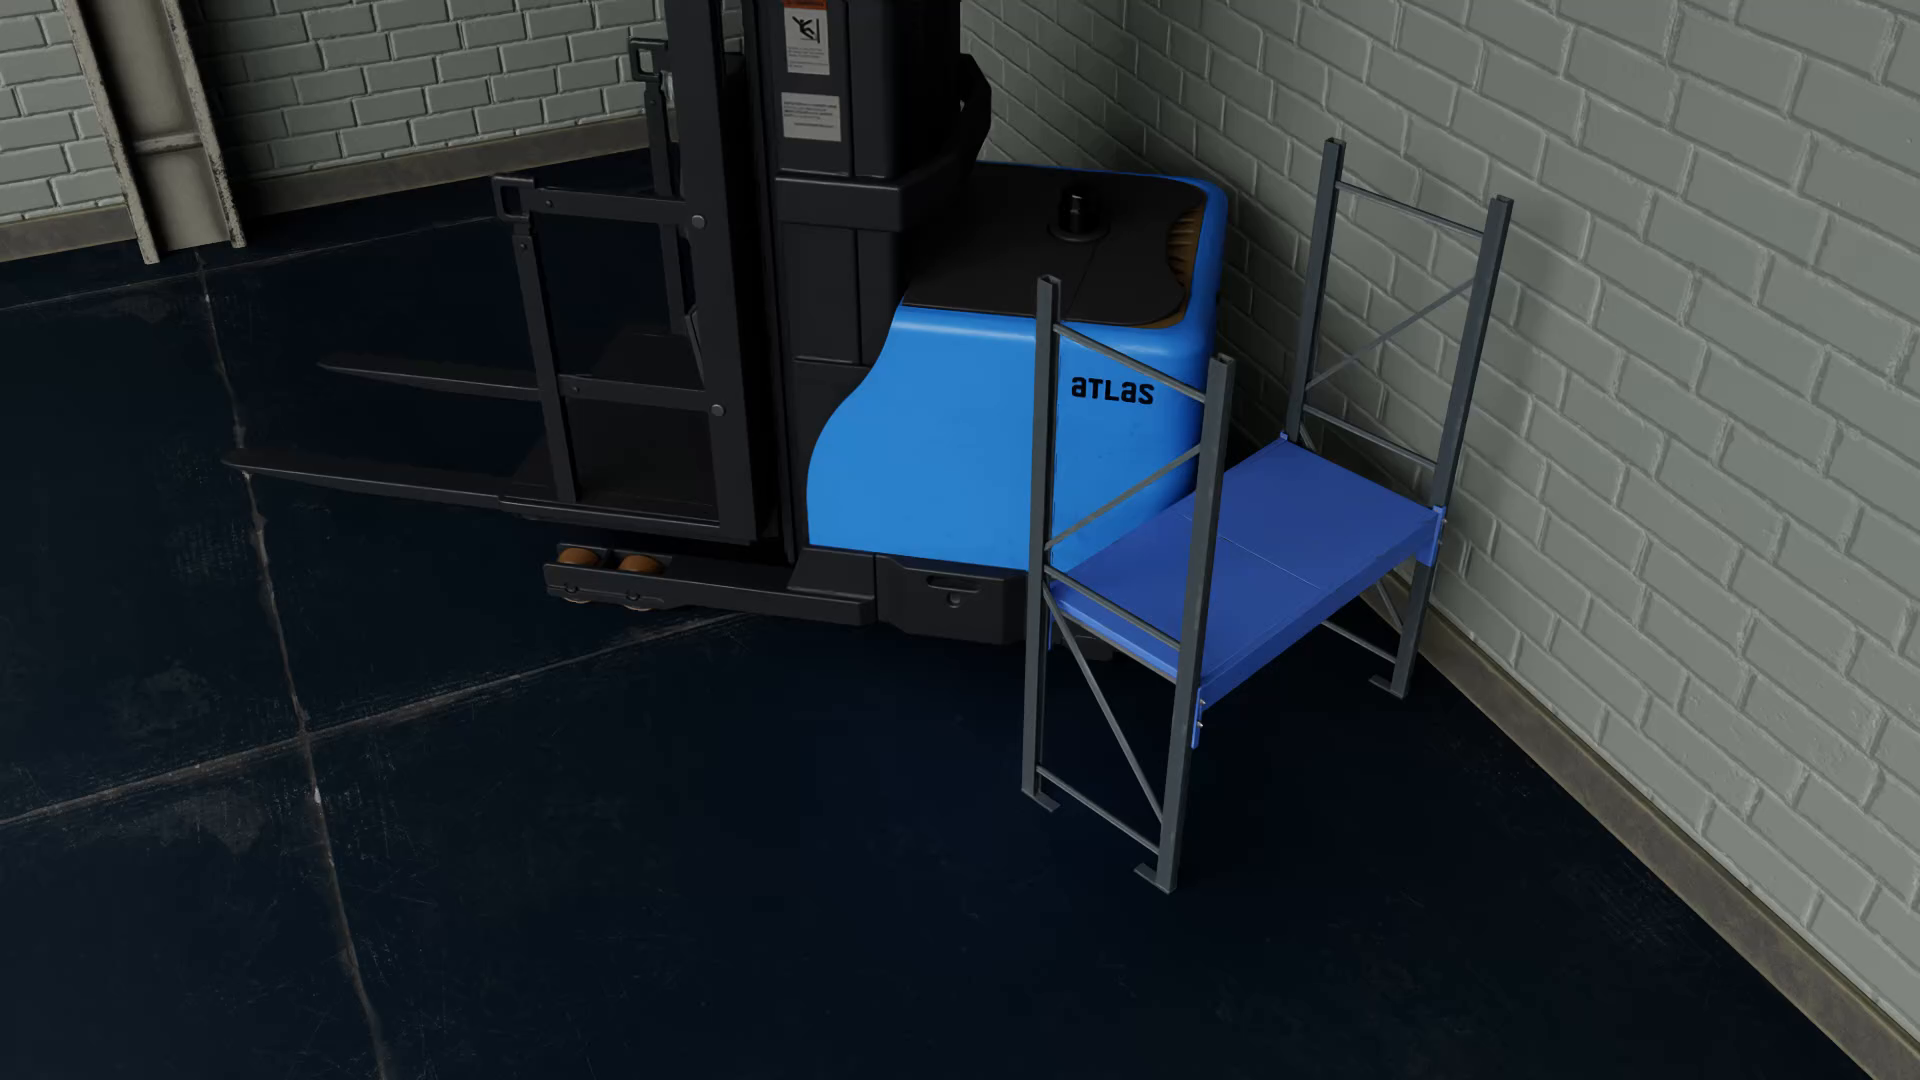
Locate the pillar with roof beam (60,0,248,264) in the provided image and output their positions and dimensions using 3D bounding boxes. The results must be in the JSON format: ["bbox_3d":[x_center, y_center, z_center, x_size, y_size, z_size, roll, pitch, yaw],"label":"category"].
[{"bbox_3d":[-1.367,-2.545,1.128,0.400,9.000,9.100,-16,39,-20],"label":"pillar with roof beam"}]

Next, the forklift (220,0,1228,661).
[{"bbox_3d":[-0.772,-1.265,4.496,3.031,2.935,1.130,7,37,9],"label":"forklift"}]

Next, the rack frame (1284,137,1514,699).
[{"bbox_3d":[1.072,-0.269,4.353,0.032,1.500,0.500,-30,46,-34],"label":"rack frame"}]

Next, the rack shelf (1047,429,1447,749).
[{"bbox_3d":[0.710,0.088,4.174,1.000,0.185,0.538,-30,46,-34],"label":"rack shelf"}]

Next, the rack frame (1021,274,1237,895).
[{"bbox_3d":[0.347,0.156,3.781,0.032,1.500,0.500,-30,46,-34],"label":"rack frame"}]

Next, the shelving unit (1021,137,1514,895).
[{"bbox_3d":[0.710,-0.056,4.067,1.048,1.500,0.538,-30,46,-34],"label":"shelving unit"}]
